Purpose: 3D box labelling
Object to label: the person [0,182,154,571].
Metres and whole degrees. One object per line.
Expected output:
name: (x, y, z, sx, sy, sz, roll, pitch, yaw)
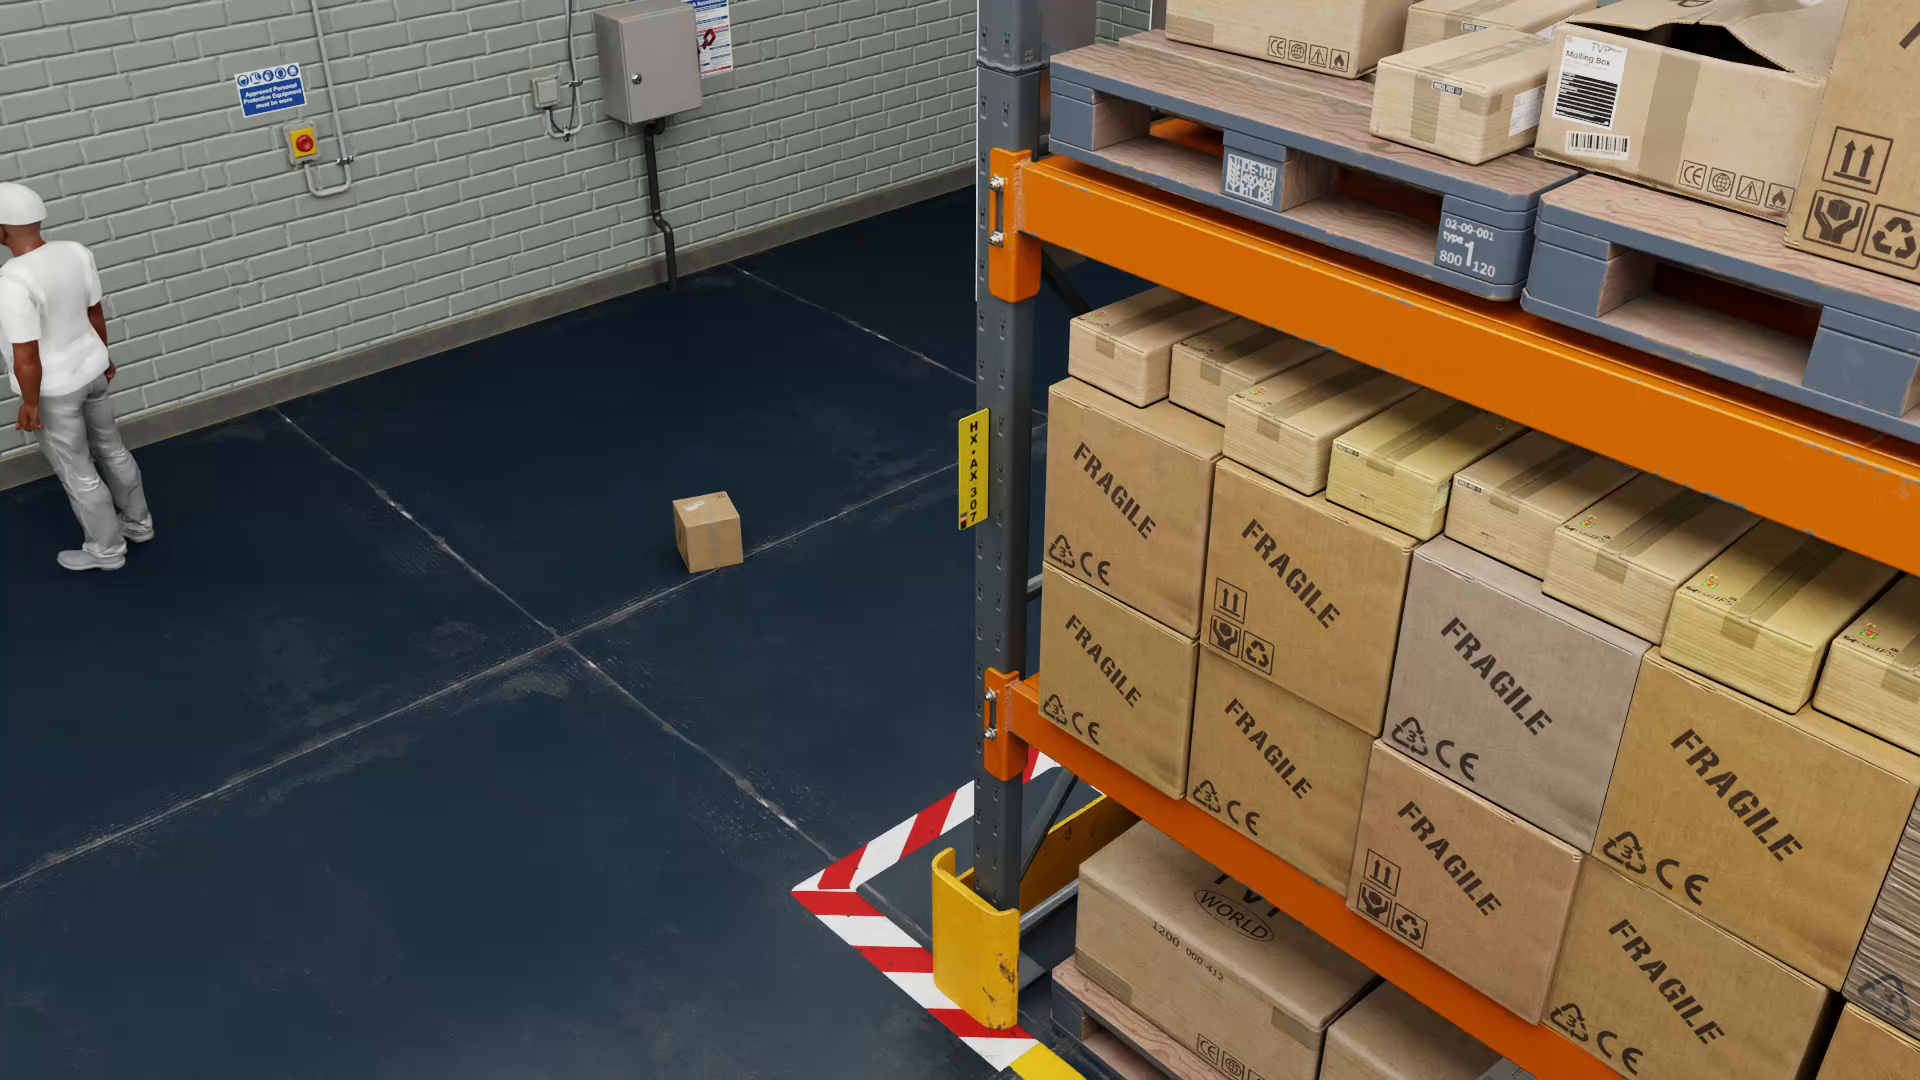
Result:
person: (-3.921, -0.700, 7.246, 0.380, 1.771, 0.568, 6, 32, 10)
